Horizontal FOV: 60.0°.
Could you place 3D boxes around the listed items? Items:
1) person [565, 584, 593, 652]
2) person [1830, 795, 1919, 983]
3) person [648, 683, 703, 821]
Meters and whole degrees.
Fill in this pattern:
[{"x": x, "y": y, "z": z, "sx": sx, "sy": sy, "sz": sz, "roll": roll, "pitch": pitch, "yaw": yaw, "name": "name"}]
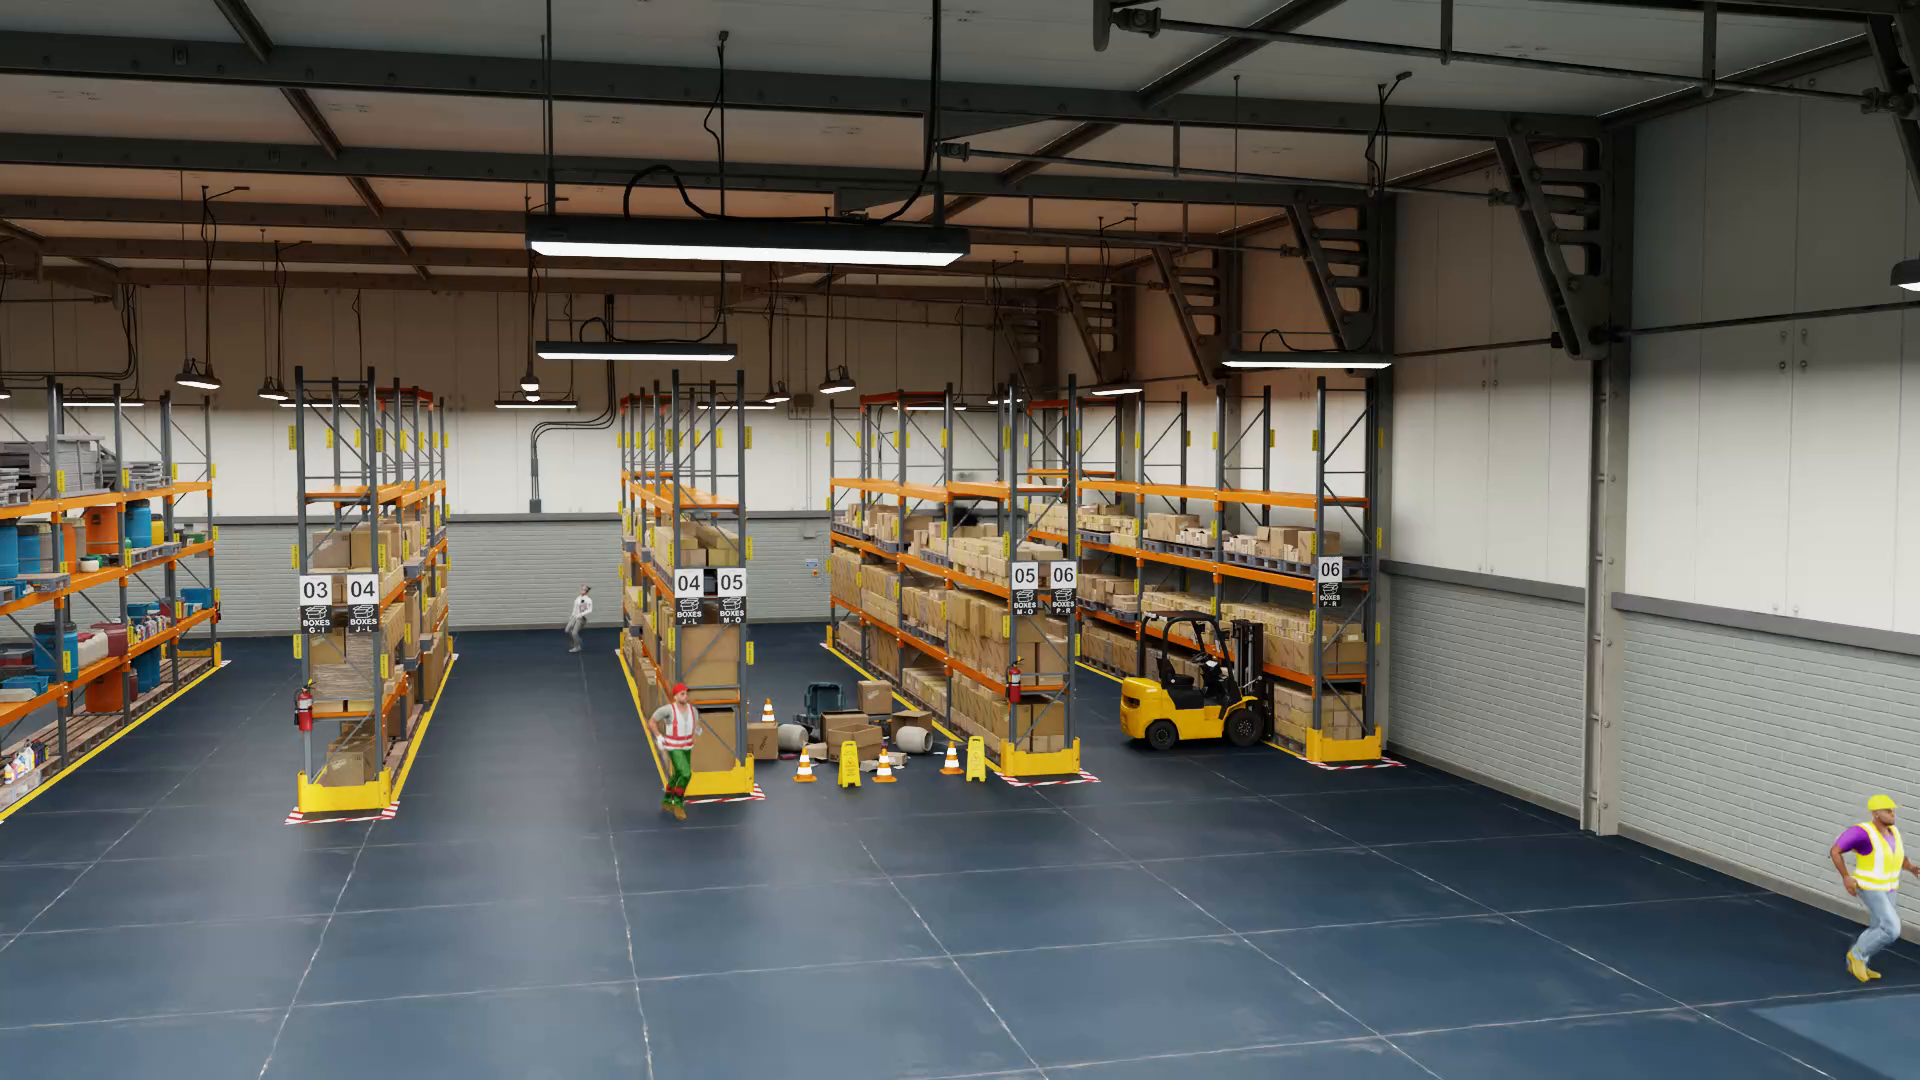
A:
[{"x": -9.011, "y": 1.852, "z": 39.292, "sx": 0.705, "sy": 1.616, "sz": 0.543, "roll": 3, "pitch": 5, "yaw": 41, "name": "person"}, {"x": 8.490, "y": 3.213, "z": 15.315, "sx": 0.700, "sy": 1.738, "sz": 0.633, "roll": -2, "pitch": 4, "yaw": -28, "name": "person"}, {"x": -3.726, "y": 2.793, "z": 22.059, "sx": 0.742, "sy": 1.800, "sz": 0.643, "roll": 3, "pitch": 5, "yaw": 41, "name": "person"}]
